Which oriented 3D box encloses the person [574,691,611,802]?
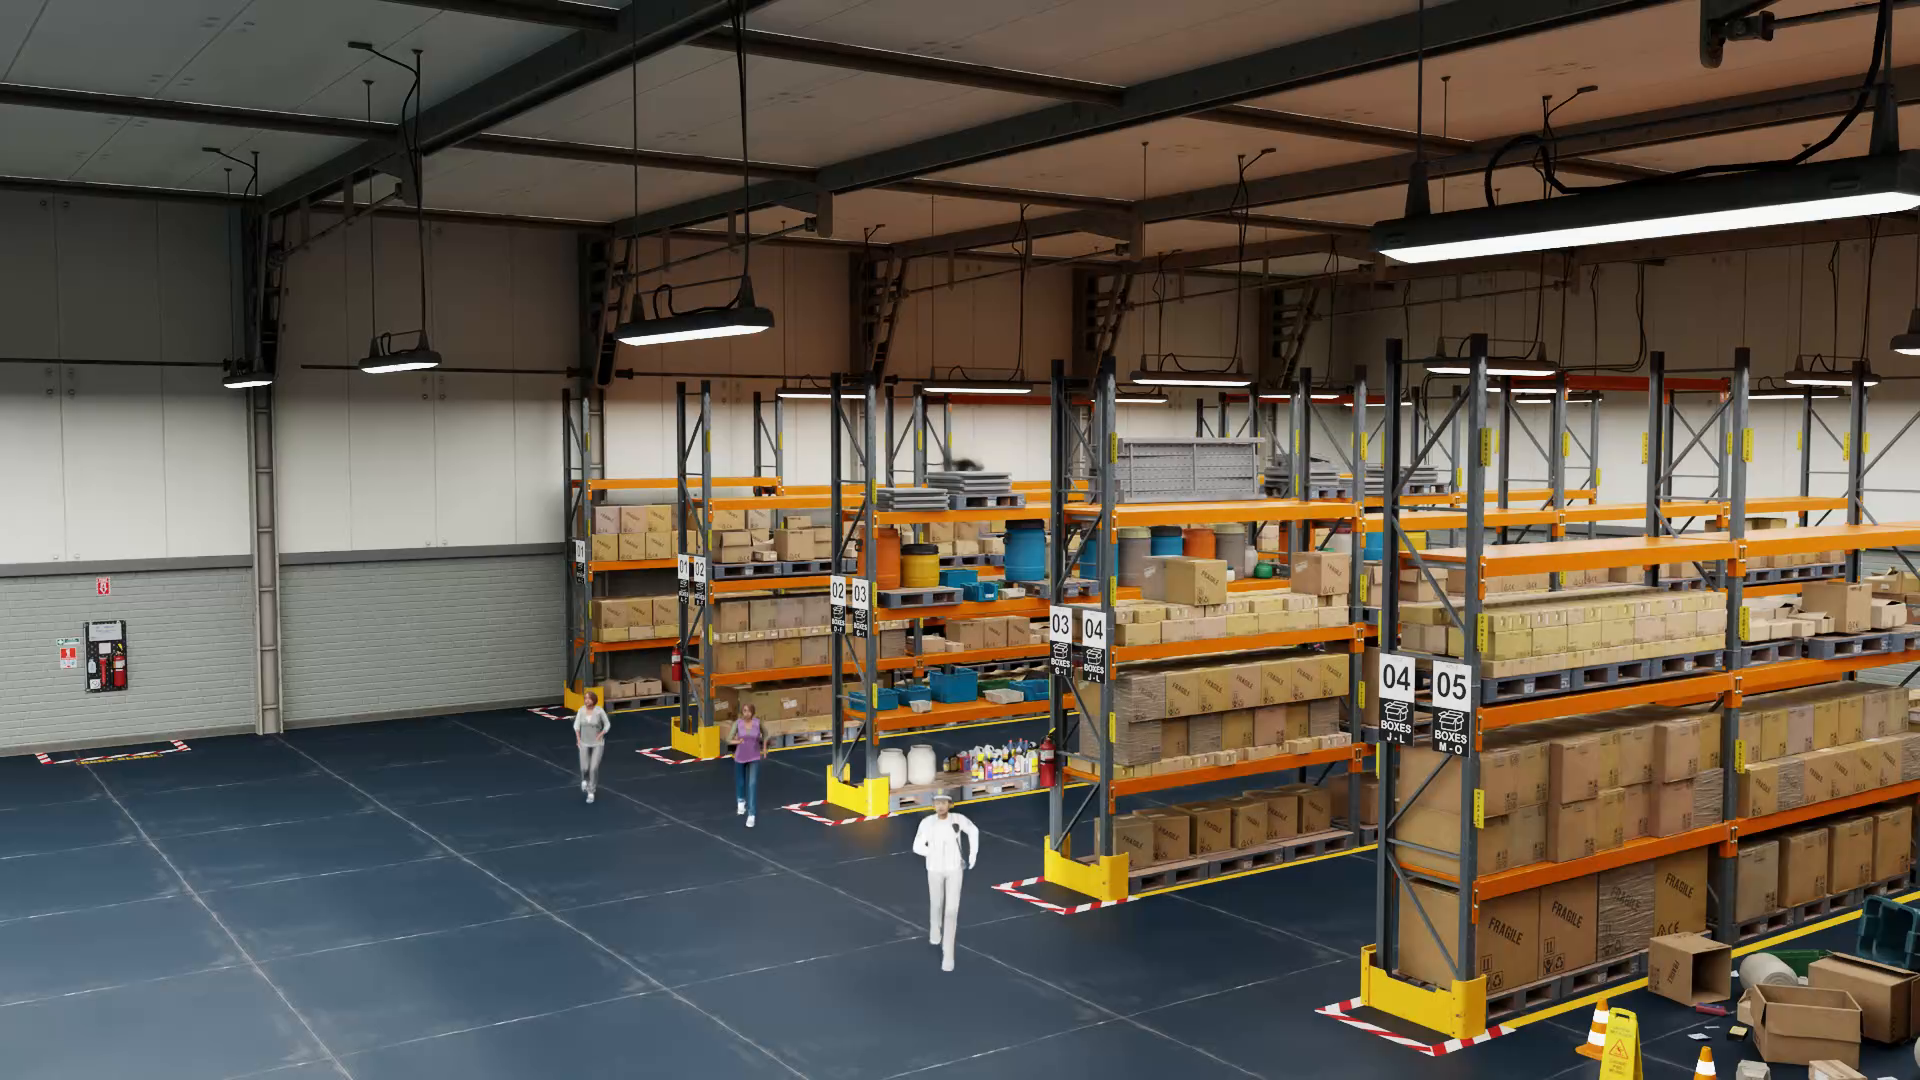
[{"bbox_3d":[-5.172,2.893,23.362,0.527,1.570,0.569,0,4,-3],"label":"person"}]

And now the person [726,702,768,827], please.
[{"bbox_3d":[-2.810,2.916,21.963,0.555,1.580,0.917,0,4,-6],"label":"person"}]

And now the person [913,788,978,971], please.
[{"bbox_3d":[-0.136,3.269,16.374,0.623,1.740,0.883,0,4,5],"label":"person"}]
